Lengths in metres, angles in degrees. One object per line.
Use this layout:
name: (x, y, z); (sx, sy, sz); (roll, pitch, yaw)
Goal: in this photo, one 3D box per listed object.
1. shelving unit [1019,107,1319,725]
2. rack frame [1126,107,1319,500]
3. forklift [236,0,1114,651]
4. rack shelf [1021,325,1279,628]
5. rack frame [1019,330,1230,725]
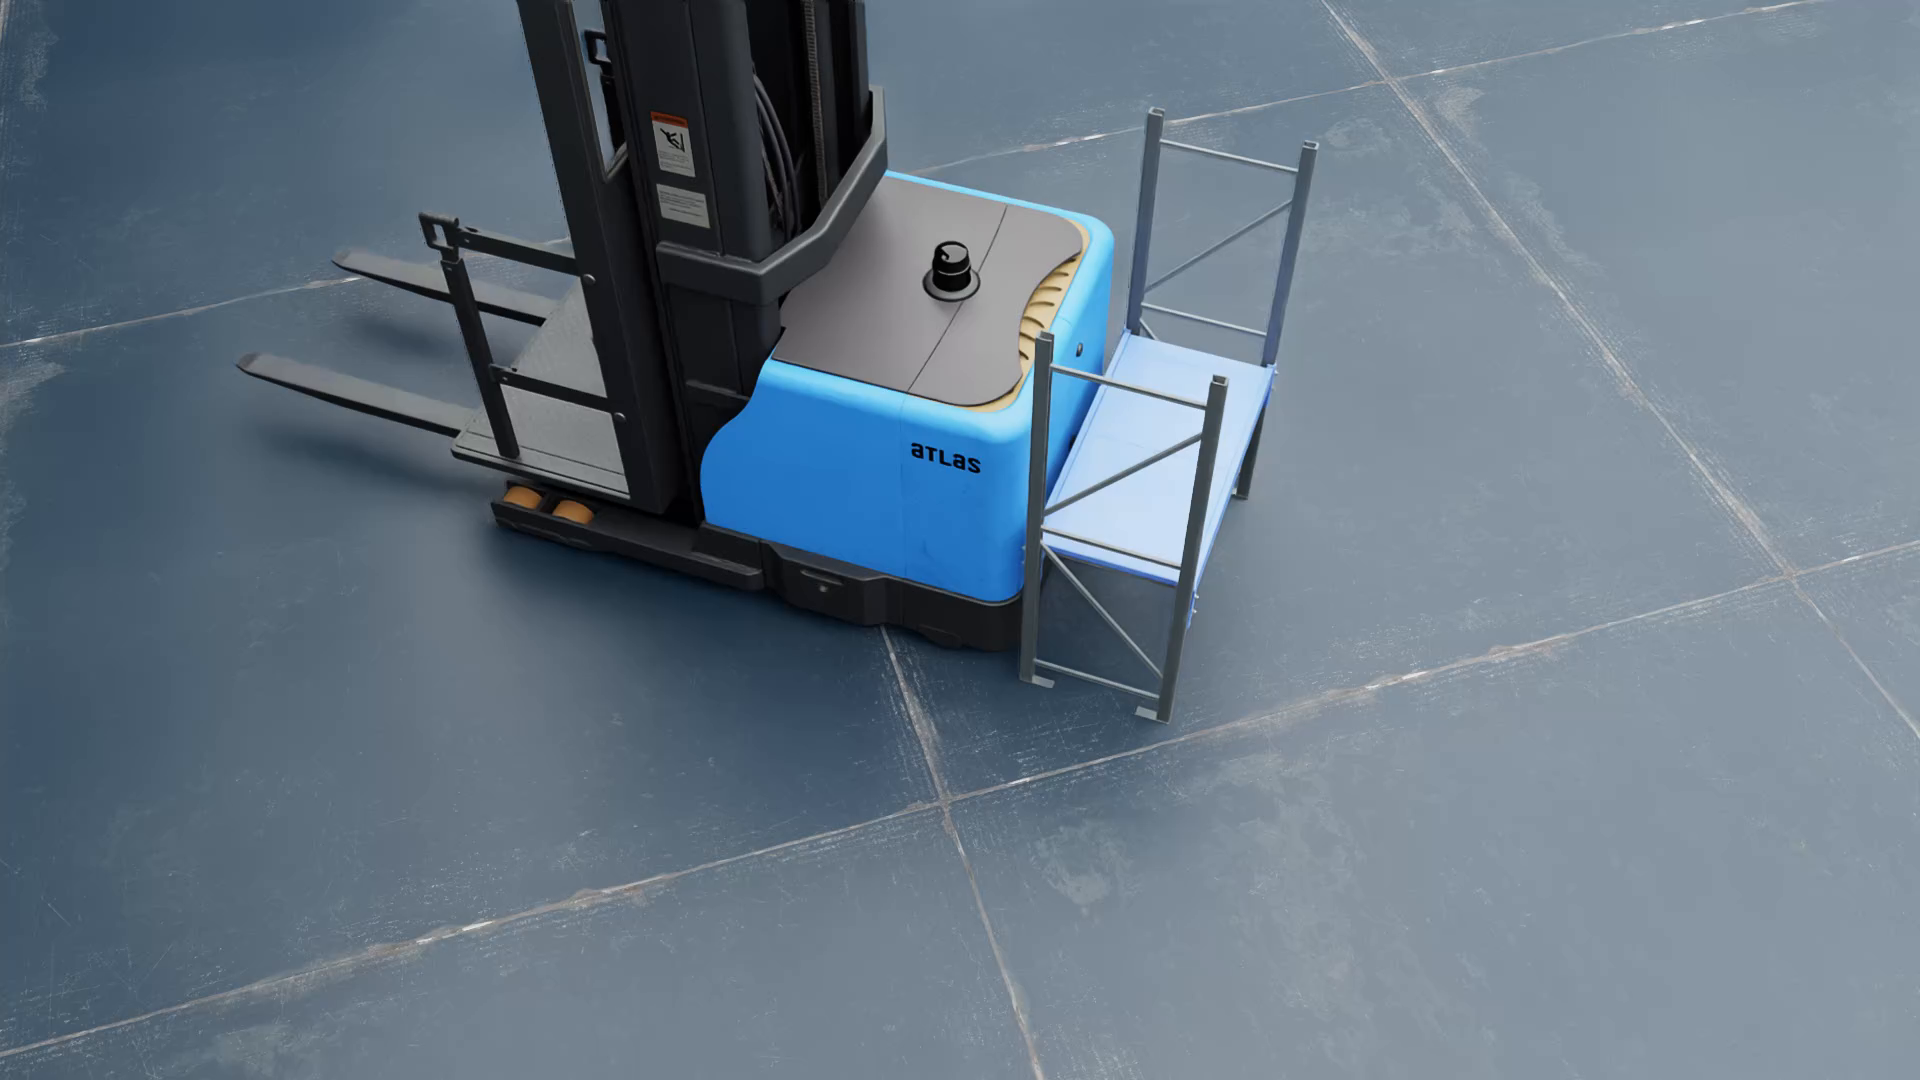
shelving unit: (0.608, -0.340, 5.055); (0.538, 1.500, 1.048); (16, 52, 13)
rack frame: (0.786, -0.704, 5.362); (0.500, 1.500, 0.032); (16, 52, 13)
forklift: (-1.076, -1.285, 4.916); (3.031, 2.935, 1.130); (15, 52, 13)
rack shelf: (0.608, -0.224, 5.193); (0.538, 0.185, 1.000); (16, 52, 13)
rack frame: (0.431, 0.025, 4.748); (0.500, 1.500, 0.032); (16, 52, 13)
